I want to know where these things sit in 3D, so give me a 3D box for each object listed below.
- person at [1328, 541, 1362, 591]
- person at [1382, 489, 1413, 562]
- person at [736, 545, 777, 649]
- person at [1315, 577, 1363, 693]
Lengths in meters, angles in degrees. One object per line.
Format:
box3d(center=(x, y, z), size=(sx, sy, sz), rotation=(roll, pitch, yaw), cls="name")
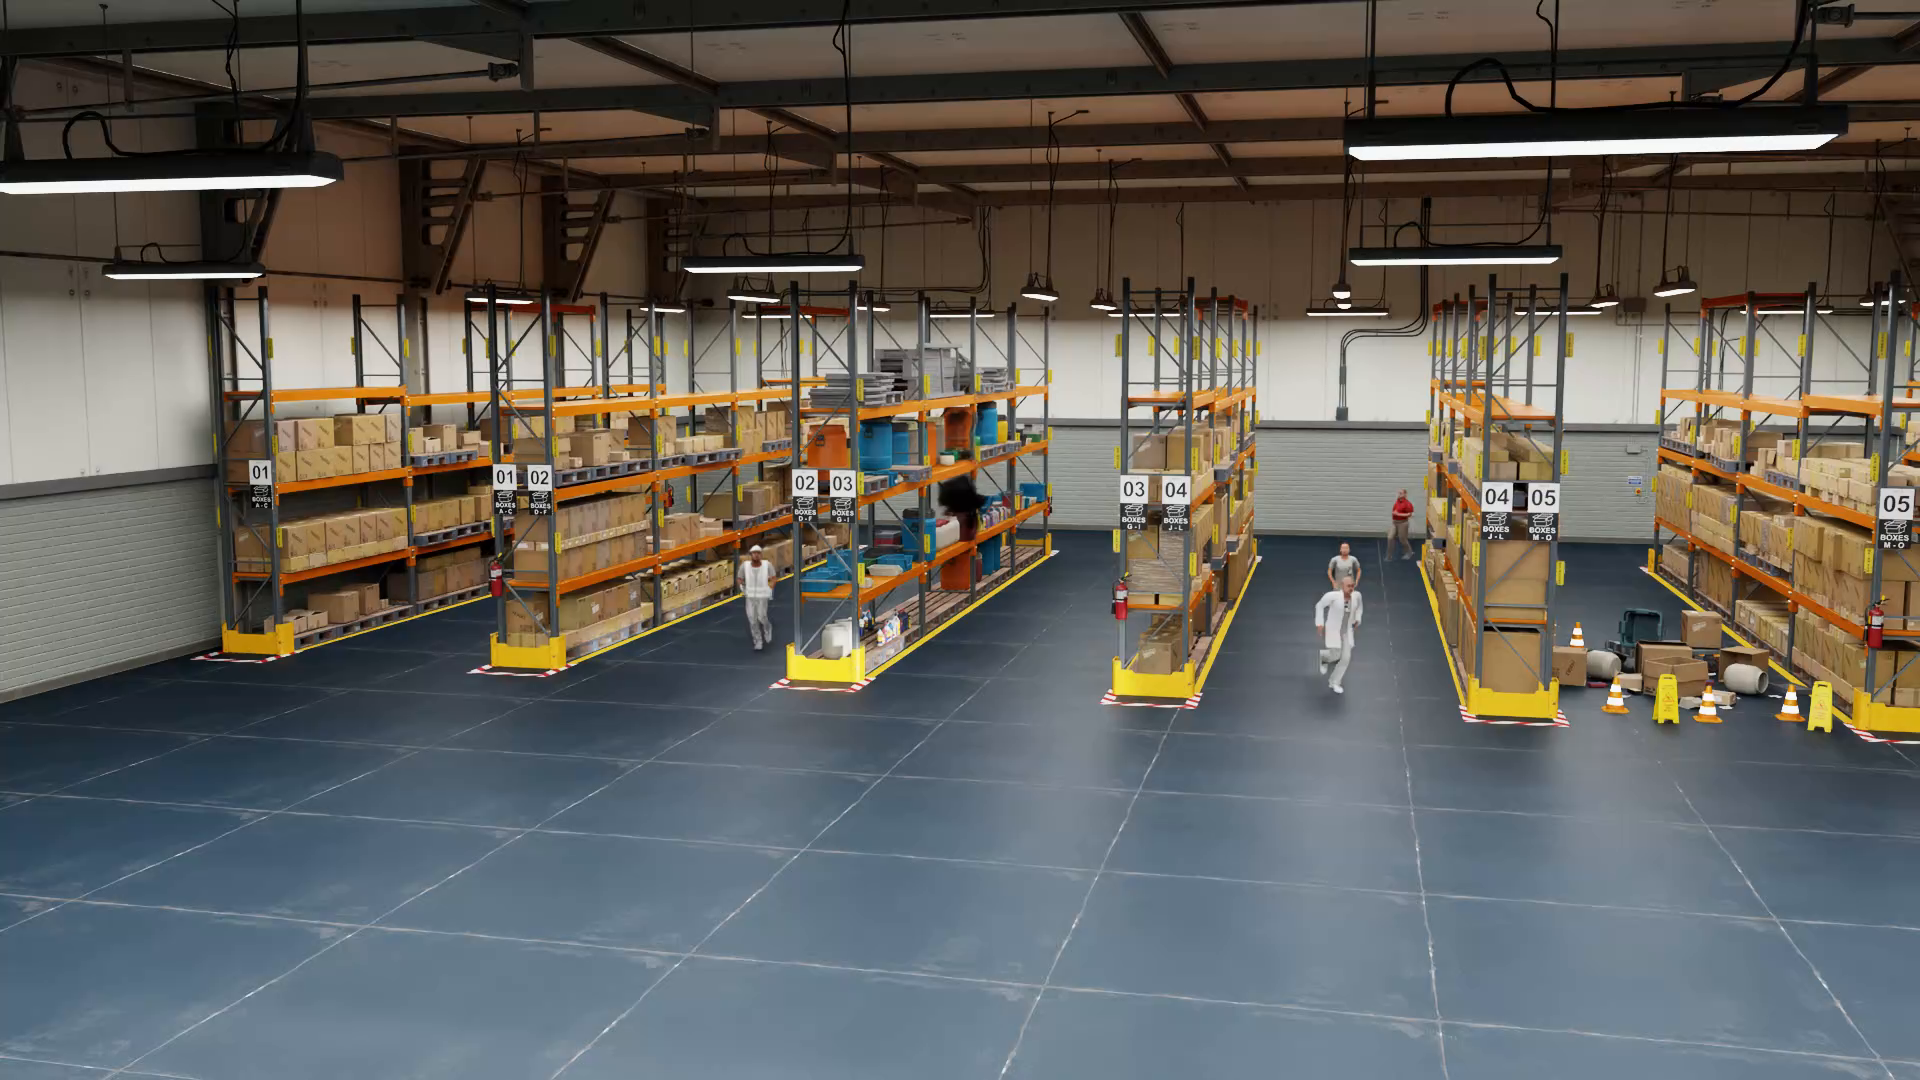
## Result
box3d(center=(6.770, 0.836, 29.296), size=(0.585, 1.647, 0.605), rotation=(1, 7, 7), cls="person")
box3d(center=(10.435, -0.314, 39.127), size=(0.848, 1.773, 0.657), rotation=(-4, 7, -29), cls="person")
box3d(center=(-3.409, 0.955, 27.768), size=(0.658, 1.746, 0.633), rotation=(0, 7, 0), cls="person")
box3d(center=(5.561, 1.363, 24.539), size=(0.706, 1.718, 0.812), rotation=(-2, 7, -18), cls="person")
